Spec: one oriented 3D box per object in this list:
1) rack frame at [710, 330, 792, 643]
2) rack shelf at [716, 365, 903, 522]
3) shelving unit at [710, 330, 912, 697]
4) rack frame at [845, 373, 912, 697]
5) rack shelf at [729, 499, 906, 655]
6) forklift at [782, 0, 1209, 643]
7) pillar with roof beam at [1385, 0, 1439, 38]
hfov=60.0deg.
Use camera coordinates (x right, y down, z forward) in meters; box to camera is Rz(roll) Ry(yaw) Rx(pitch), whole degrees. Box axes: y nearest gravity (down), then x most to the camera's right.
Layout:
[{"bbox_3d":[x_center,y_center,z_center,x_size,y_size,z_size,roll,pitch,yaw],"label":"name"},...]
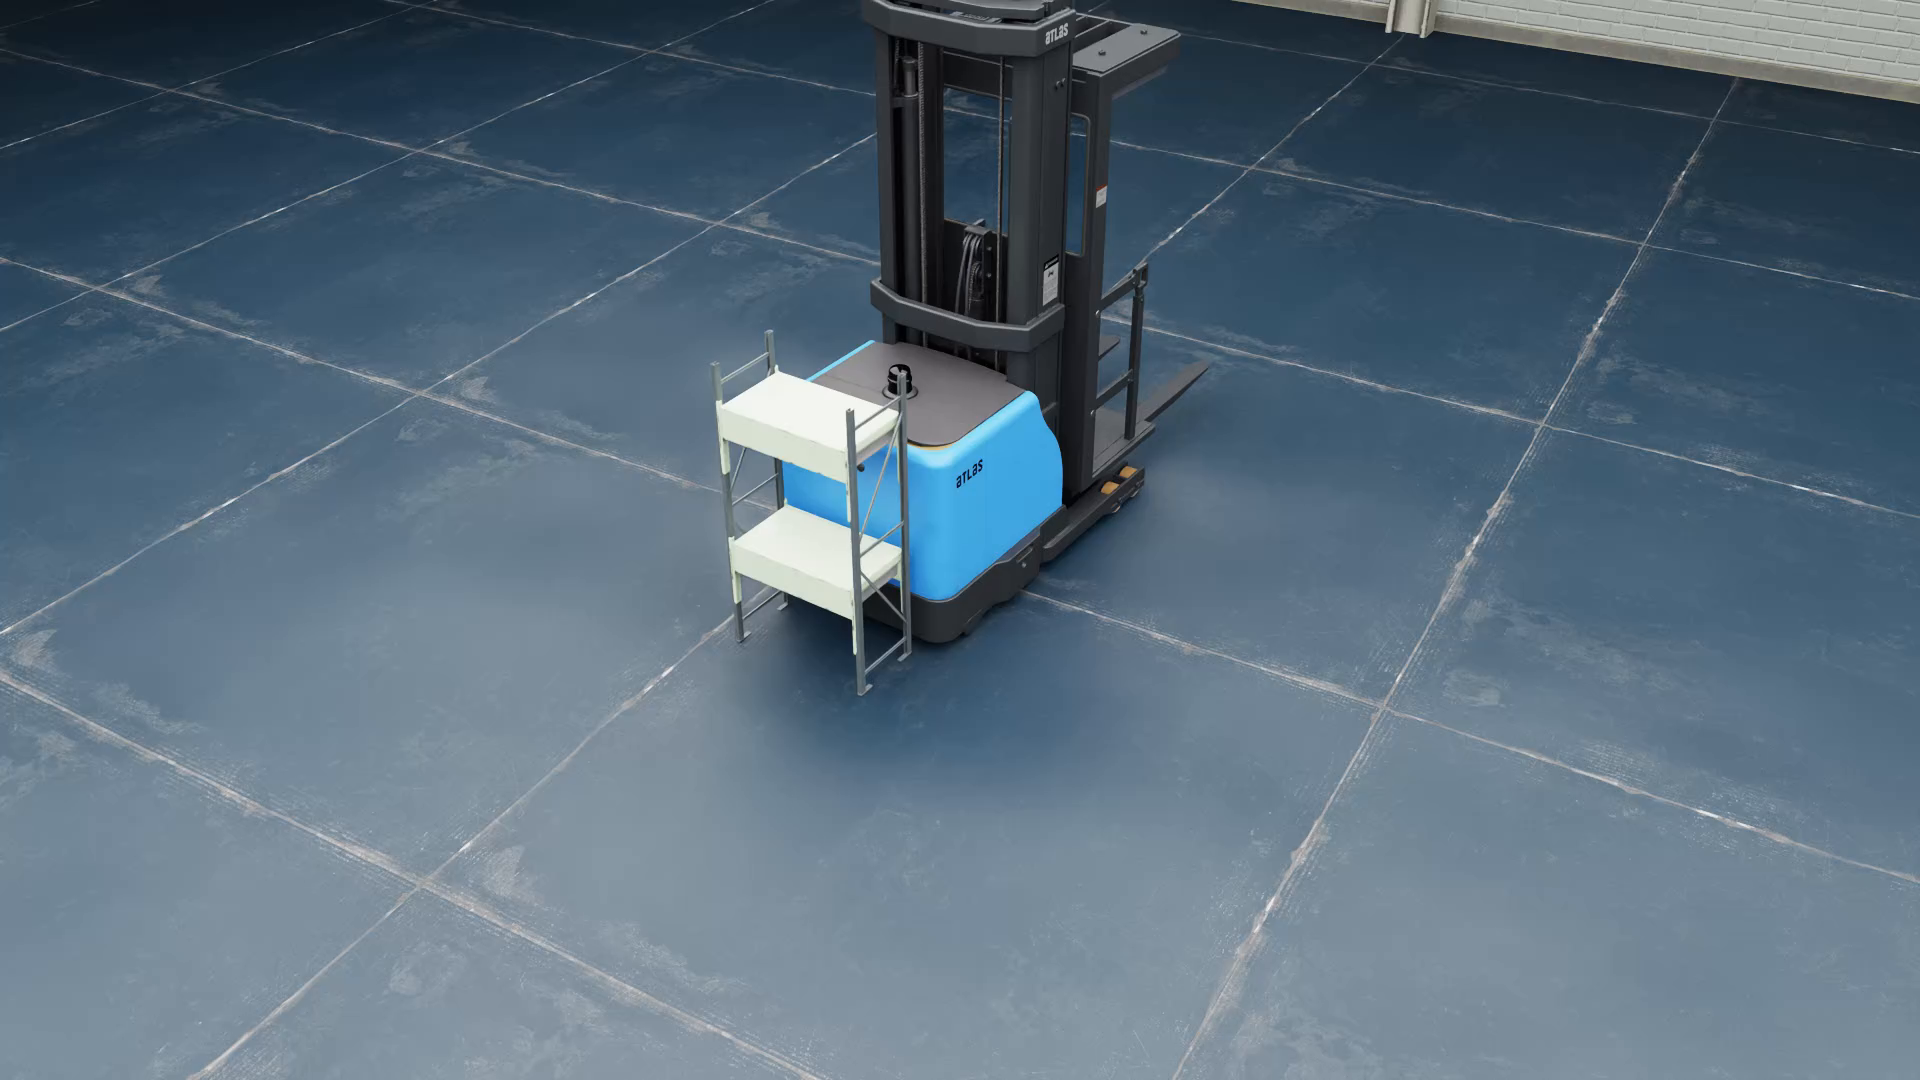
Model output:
[{"bbox_3d":[-0.958,-0.224,7.733,0.023,1.500,0.400,21,39,28],"label":"rack frame"},{"bbox_3d":[-0.655,-0.435,7.347,0.720,0.370,0.431,21,39,28],"label":"rack shelf"},{"bbox_3d":[-0.655,-0.111,7.563,0.755,1.500,0.431,21,39,28],"label":"shelving unit"},{"bbox_3d":[-0.351,0.003,7.392,0.023,1.500,0.400,21,39,28],"label":"rack frame"},{"bbox_3d":[-0.655,0.161,7.744,0.720,0.370,0.431,21,39,28],"label":"rack shelf"},{"bbox_3d":[0.354,-1.504,8.364,1.130,2.935,3.031,21,39,28],"label":"forklift"},{"bbox_3d":[2.244,-6.634,10.594,0.400,9.000,9.100,18,37,24],"label":"pillar with roof beam"}]
